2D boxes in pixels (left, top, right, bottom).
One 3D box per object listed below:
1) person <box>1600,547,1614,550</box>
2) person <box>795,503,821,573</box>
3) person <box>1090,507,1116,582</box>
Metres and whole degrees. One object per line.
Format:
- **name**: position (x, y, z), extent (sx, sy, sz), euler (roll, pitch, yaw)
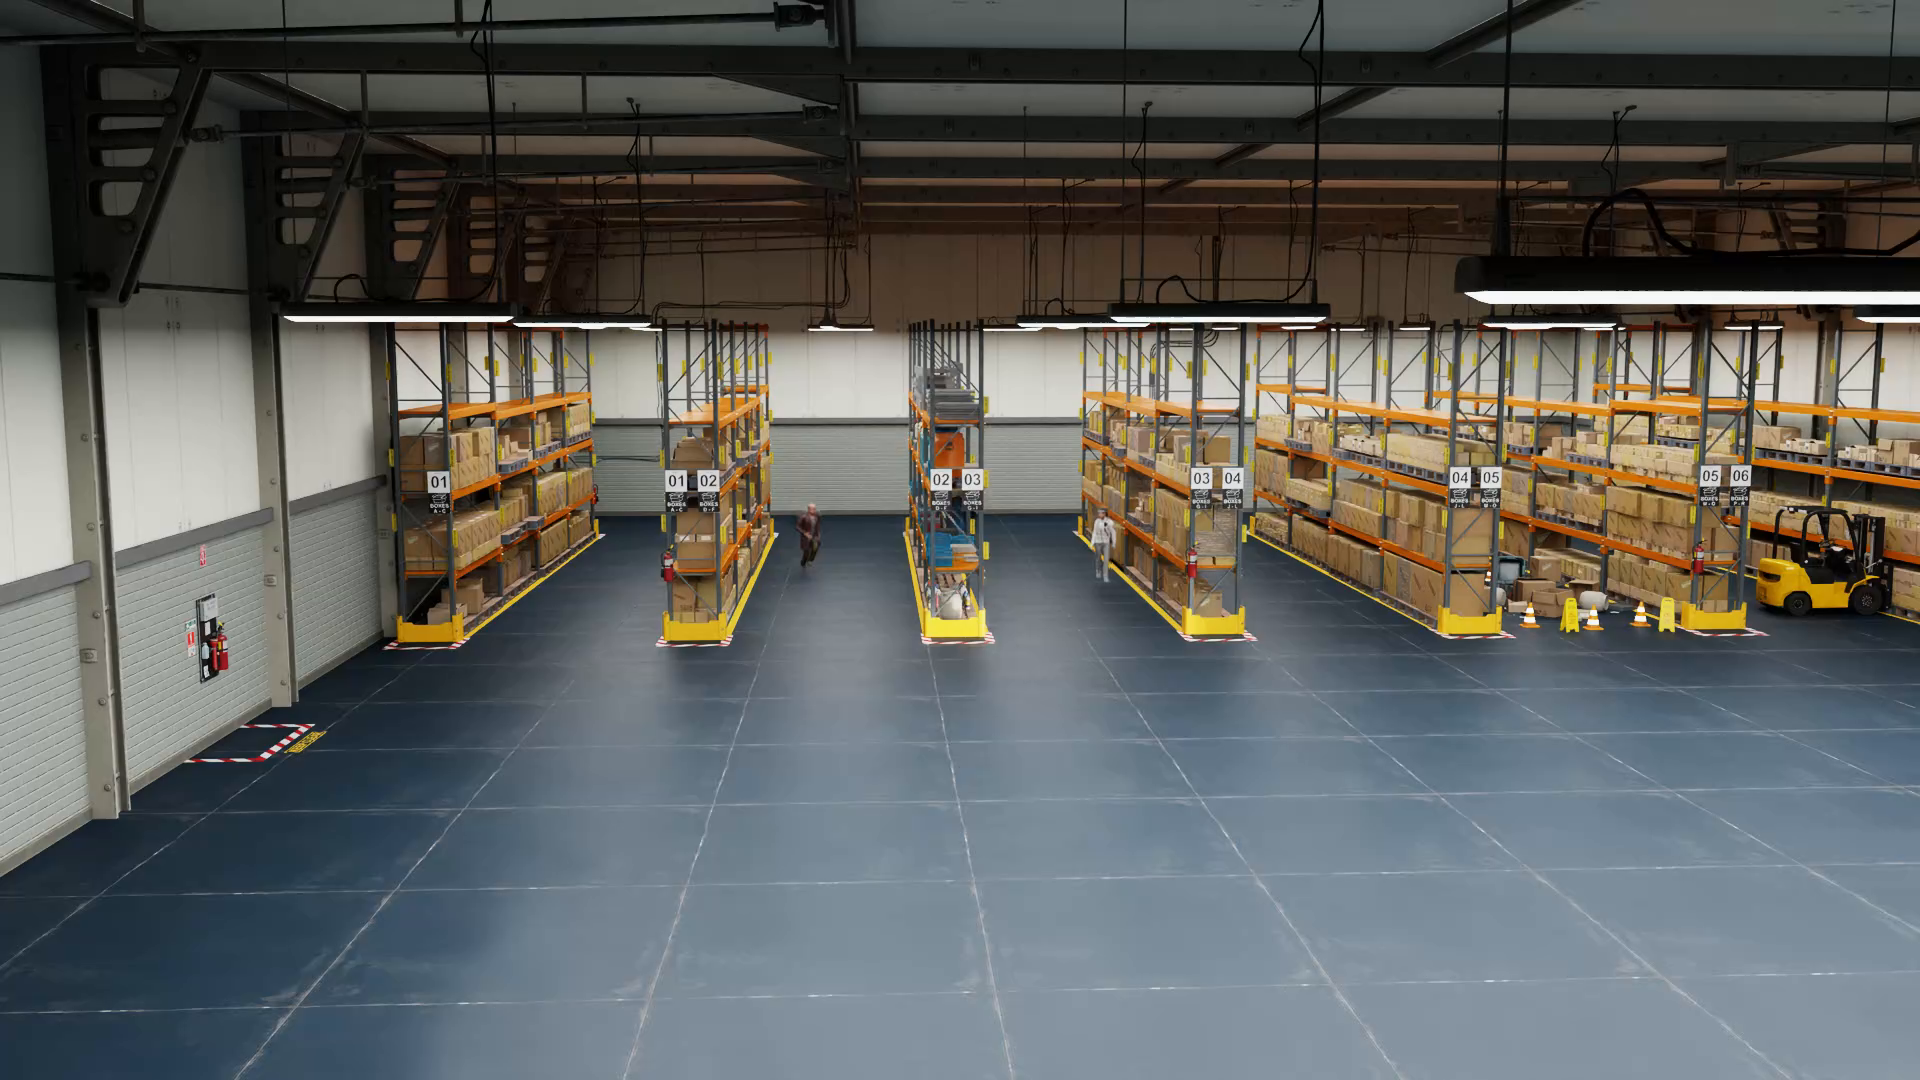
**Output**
- **person**: position (17.247, -0.601, 44.191), extent (0.435, 1.772, 0.562), euler (2, 7, 12)
- **person**: position (-3.593, 0.021, 39.456), extent (0.691, 1.590, 0.892), euler (-3, 8, -20)
- **person**: position (3.165, 0.082, 36.740), extent (0.574, 1.630, 0.926), euler (0, 7, 1)
